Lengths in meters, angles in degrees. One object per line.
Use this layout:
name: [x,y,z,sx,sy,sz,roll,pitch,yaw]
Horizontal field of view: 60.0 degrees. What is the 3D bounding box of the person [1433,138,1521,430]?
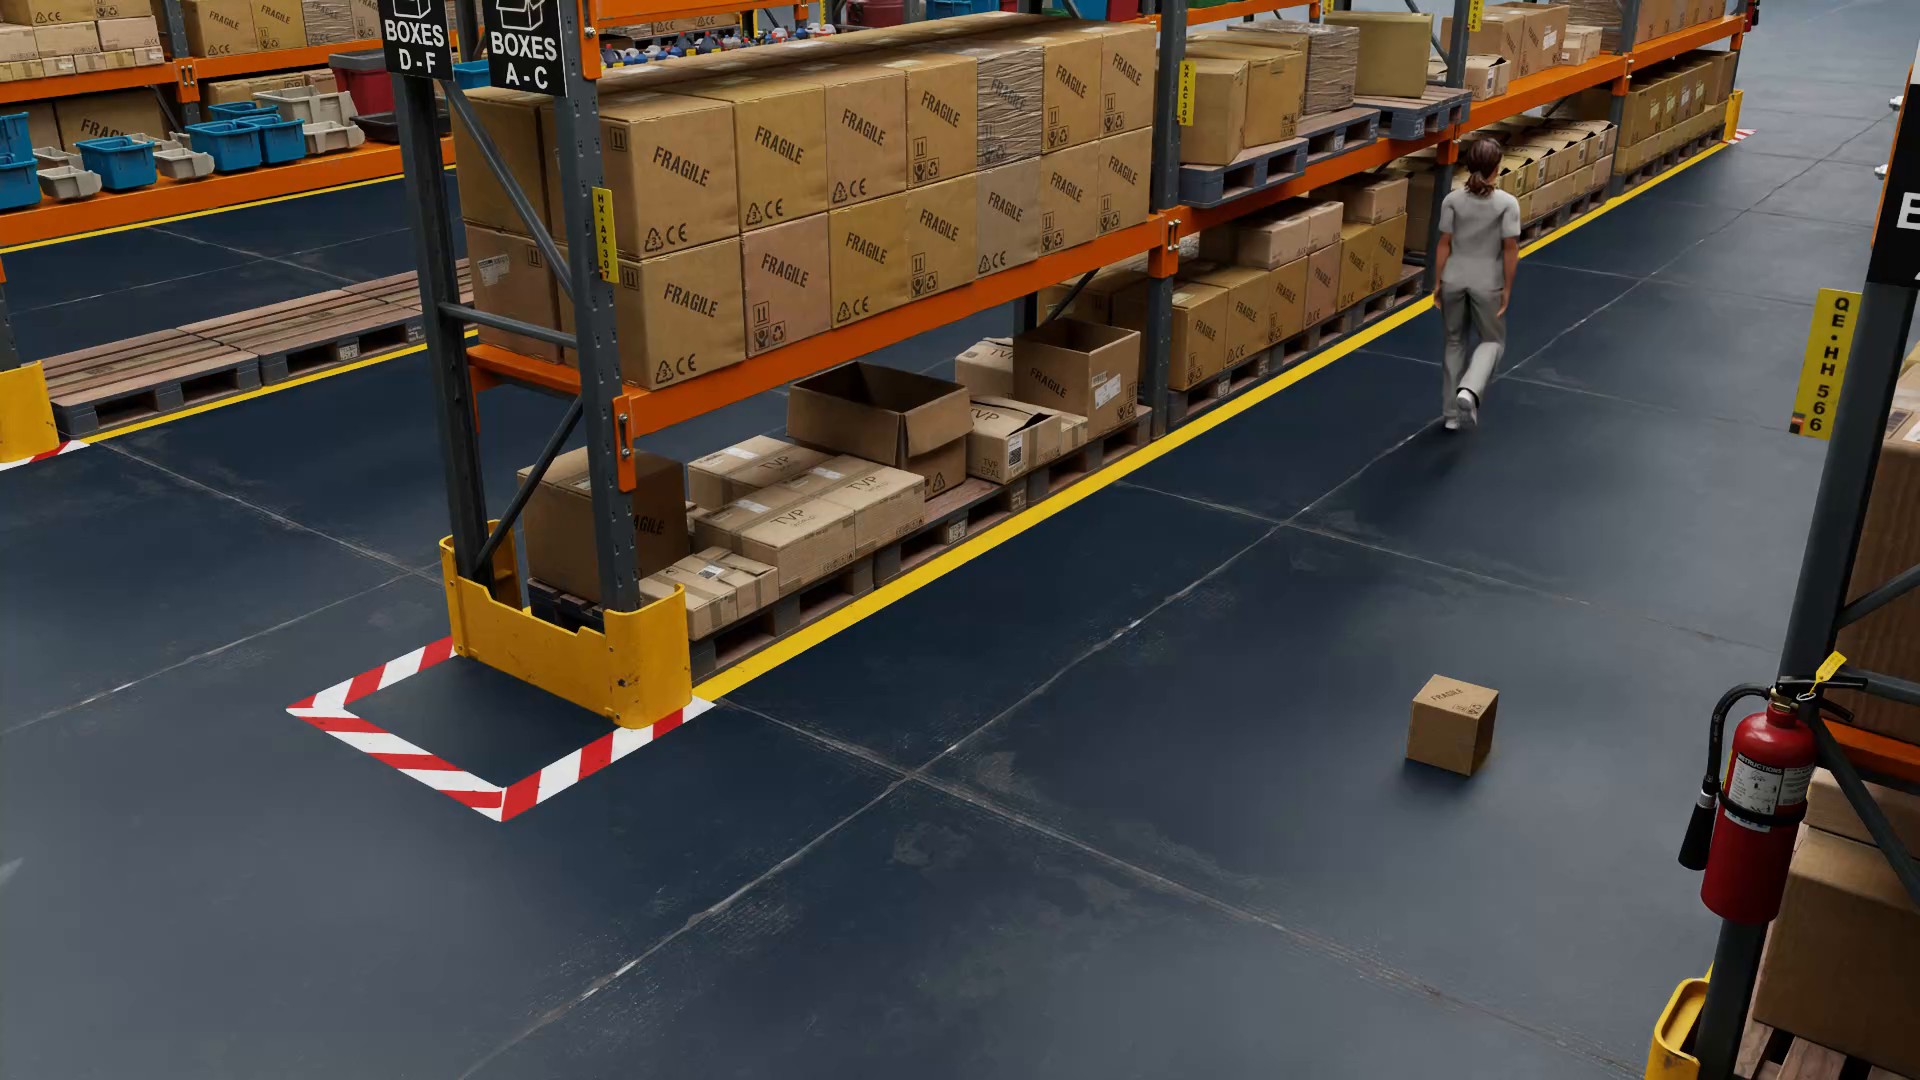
person: [2.842,-1.390,9.233,0.443,1.658,0.597,12,26,25]
